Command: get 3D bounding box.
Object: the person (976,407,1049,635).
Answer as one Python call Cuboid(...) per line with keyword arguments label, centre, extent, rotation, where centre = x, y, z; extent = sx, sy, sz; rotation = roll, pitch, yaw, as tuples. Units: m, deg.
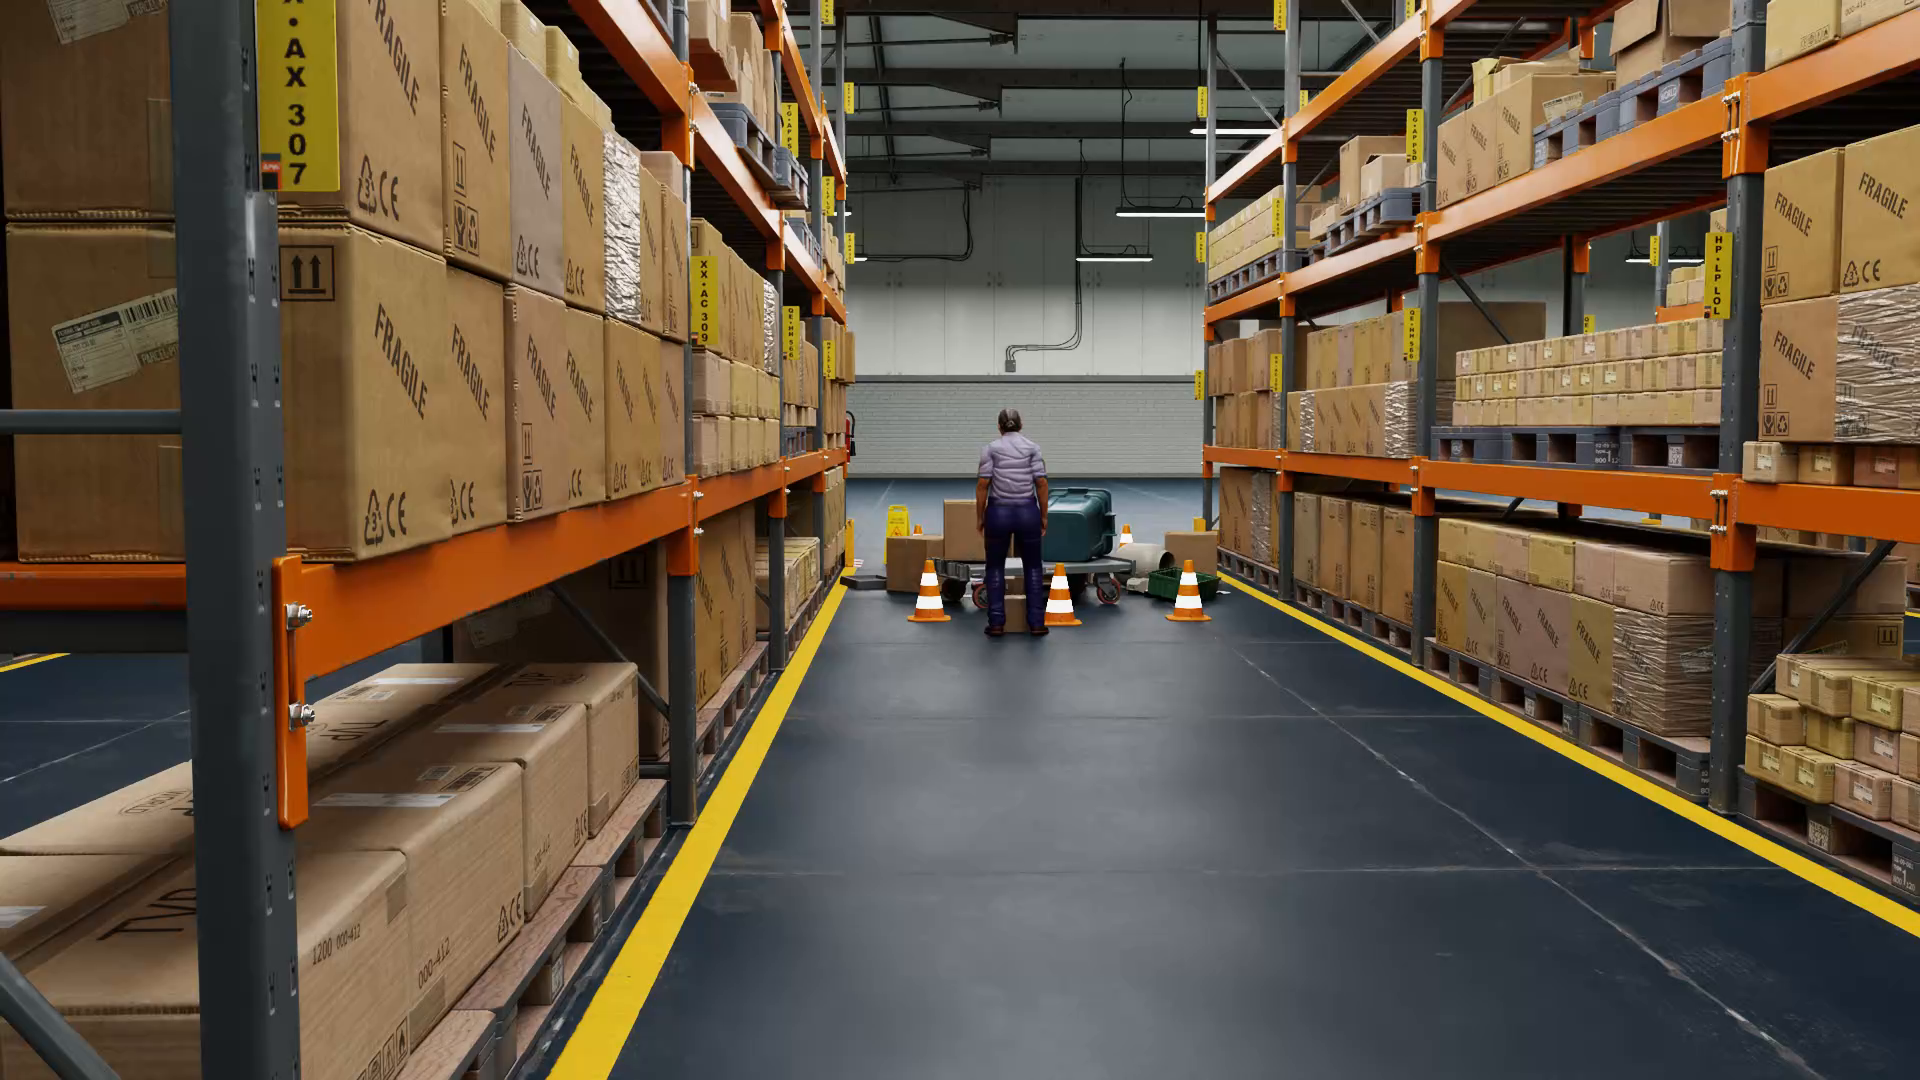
Cuboid(label="person", centre=(0.388, -0.136, 12.064), extent=(0.541, 1.652, 0.368), rotation=(0, 4, -1))
